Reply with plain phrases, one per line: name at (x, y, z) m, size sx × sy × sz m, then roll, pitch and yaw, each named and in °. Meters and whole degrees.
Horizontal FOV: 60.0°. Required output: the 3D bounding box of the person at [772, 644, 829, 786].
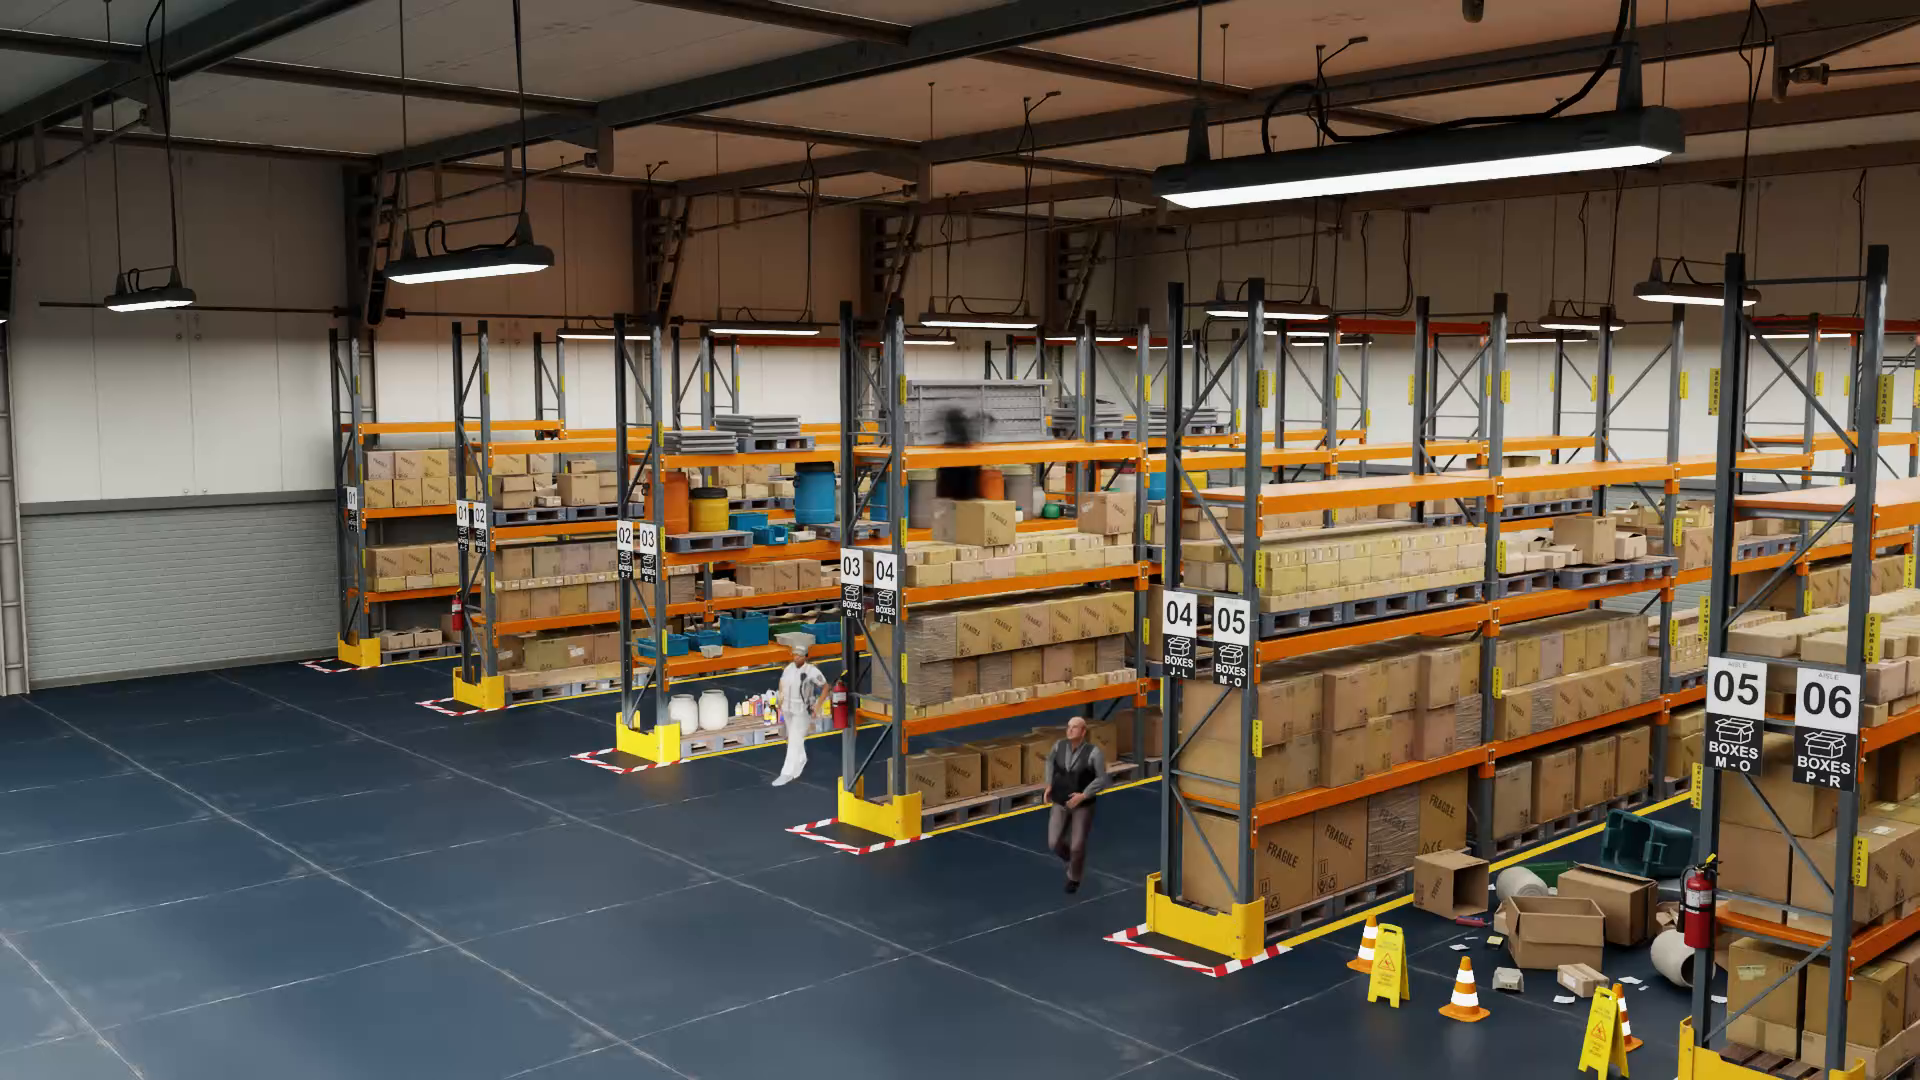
person at (-1.927, 2.104, 20.038) m, size 0.637 × 1.712 × 0.791 m, roll 3°, pitch 7°, yaw 30°

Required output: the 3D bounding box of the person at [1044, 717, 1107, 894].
person at (1.059, 2.503, 15.696) m, size 0.675 × 1.692 × 0.506 m, roll 3°, pitch 6°, yaw 25°
